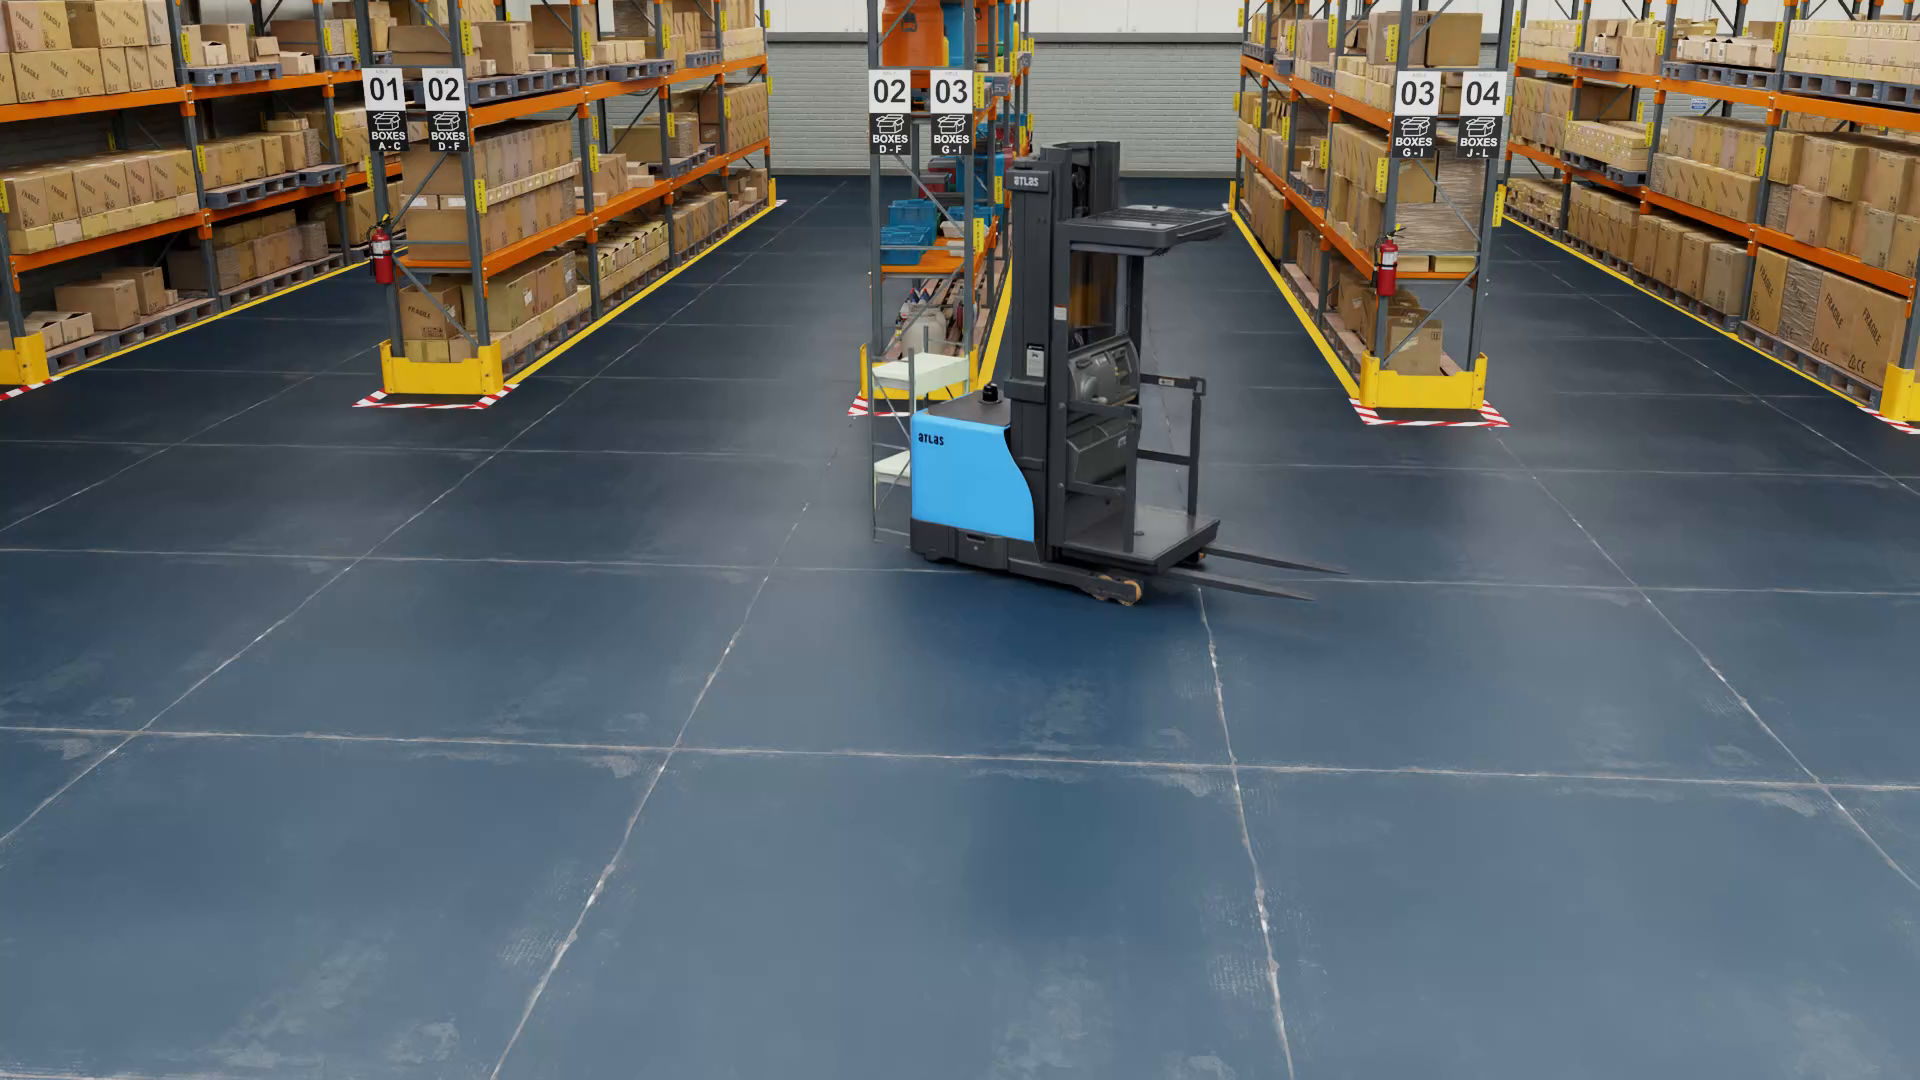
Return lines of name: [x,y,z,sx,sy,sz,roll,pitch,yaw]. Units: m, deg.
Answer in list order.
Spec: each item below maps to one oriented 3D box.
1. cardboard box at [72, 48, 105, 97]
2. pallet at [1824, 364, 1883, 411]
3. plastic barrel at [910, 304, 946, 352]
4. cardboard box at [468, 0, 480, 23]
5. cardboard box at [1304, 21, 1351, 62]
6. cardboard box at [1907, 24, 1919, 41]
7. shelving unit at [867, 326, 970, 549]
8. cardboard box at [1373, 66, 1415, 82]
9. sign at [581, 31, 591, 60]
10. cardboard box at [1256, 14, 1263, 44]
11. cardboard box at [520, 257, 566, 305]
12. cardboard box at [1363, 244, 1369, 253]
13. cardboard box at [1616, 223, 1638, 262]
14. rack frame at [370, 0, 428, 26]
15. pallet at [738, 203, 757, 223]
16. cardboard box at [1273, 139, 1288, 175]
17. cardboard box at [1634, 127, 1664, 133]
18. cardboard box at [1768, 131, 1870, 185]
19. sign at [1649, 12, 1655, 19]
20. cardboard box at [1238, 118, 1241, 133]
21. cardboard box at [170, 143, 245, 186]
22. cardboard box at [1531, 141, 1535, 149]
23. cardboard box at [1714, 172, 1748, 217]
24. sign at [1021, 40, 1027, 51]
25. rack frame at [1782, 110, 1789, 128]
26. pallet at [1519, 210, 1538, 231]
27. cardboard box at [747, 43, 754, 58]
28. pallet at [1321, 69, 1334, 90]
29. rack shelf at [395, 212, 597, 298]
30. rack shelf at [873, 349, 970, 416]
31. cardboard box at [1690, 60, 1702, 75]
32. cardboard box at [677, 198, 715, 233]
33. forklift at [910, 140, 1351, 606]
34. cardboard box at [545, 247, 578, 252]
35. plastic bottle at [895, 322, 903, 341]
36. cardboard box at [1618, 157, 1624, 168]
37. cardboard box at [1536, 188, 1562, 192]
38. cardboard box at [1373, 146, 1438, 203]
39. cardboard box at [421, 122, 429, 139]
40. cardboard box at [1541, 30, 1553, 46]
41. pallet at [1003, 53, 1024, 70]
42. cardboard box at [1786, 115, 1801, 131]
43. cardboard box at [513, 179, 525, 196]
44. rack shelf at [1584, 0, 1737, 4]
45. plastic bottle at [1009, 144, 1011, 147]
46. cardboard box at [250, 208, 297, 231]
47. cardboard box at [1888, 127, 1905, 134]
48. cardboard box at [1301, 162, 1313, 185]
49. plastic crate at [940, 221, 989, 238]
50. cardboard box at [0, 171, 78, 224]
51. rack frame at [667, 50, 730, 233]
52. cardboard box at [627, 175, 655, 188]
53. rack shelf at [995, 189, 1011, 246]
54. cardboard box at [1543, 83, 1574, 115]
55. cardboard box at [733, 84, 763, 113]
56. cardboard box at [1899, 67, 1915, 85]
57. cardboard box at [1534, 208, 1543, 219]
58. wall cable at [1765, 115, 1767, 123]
cardboard box: [-9.852,-5.160,18.342,0.500,0.500,0.500,2,18,7]
pallet: [9.491,-1.536,16.771,1.003,0.211,1.213,1,18,4]
plastic barrel: [-0.361,-2.243,17.771,0.421,0.512,0.421,0,18,0]
cardboard box: [-8.959,-9.461,29.863,0.500,0.500,0.500,0,18,1]
cardboard box: [4.786,-6.494,21.644,0.500,0.500,0.500,1,18,2]
cardboard box: [9.235,-4.812,15.763,0.380,0.149,0.250,2,18,5]
shelving unit: [-0.300,-0.772,12.371,0.431,1.500,0.755,11,21,31]
cardboard box: [4.321,-4.634,16.531,0.380,0.149,0.250,1,18,4]
sign: [-4.468,-5.914,19.881,0.100,0.325,0.005,1,18,4]
cardboard box: [5.586,-8.946,29.094,0.700,0.500,0.500,0,18,0]
cardboard box: [-4.917,-3.008,19.322,0.500,0.500,0.500,1,18,4]
cardboard box: [4.460,-3.115,17.517,0.380,0.149,0.250,1,18,4]
cardboard box: [9.872,-4.317,24.122,0.500,0.500,0.500,1,18,4]
rack frame: [-9.389,-9.663,27.460,1.000,3.000,0.127,1,18,4]
pallet: [-4.313,-5.970,30.305,1.003,0.211,1.213,1,18,4]
cardboard box: [5.009,-5.760,25.024,0.500,0.500,0.500,1,18,2]
cardboard box: [10.444,-6.167,25.200,0.380,0.149,0.250,0,18,1]
cardboard box: [9.738,-4.324,18.826,0.875,0.550,0.550,1,18,4]
sign: [10.926,-8.185,26.305,0.100,0.325,0.005,1,18,4]
cardboard box: [5.415,-7.649,30.713,0.500,0.250,0.500,1,18,2]
cardboard box: [-9.845,-4.914,21.736,0.700,0.500,0.500,3,18,10]
cardboard box: [10.288,-6.962,29.256,0.380,0.149,0.250,1,18,3]
cardboard box: [9.606,-4.226,20.341,0.500,0.500,0.500,1,18,3]
sign: [1.041,-8.007,27.211,0.100,0.325,0.005,1,18,4]
rack frame: [15.604,-7.501,30.498,1.000,3.000,0.127,1,18,4]
pallet: [10.470,-5.602,29.181,1.003,0.211,1.213,1,18,4]
cardboard box: [-4.005,-8.823,29.955,0.500,0.250,0.500,1,18,4]
pallet: [5.009,-5.521,19.939,1.213,0.211,1.003,1,18,4]
rack shelf: [-5.165,-3.255,18.694,1.077,0.370,4.000,1,18,4]
rack shelf: [-0.300,-1.143,12.250,0.431,0.370,0.720,11,21,31]
cardboard box: [10.392,-6.740,23.197,0.500,0.500,0.500,1,18,4]
cardboard box: [-4.278,-5.255,26.950,0.500,0.500,0.500,2,18,5]
forklift: [1.156,-1.144,11.206,3.031,2.935,1.130,11,21,31]
cardboard box: [-5.248,-3.671,21.650,0.500,0.311,0.500,2,18,5]
plastic bottle: [-0.674,-2.323,18.483,0.097,0.201,0.097,0,18,0]
cardboard box: [9.682,-5.416,23.864,0.380,0.149,0.250,1,18,4]
cardboard box: [10.285,-6.063,29.058,0.380,0.149,0.250,1,18,4]
cardboard box: [4.365,-3.593,16.328,0.500,0.500,0.500,1,18,4]
cardboard box: [-9.171,-6.861,27.874,0.500,0.500,0.500,1,18,3]
cardboard box: [10.249,-8.565,28.367,0.500,0.250,0.500,1,18,2]
pallet: [0.455,-7.328,25.457,1.003,0.211,1.213,1,18,4]
cardboard box: [15.283,-7.406,30.047,0.500,0.500,0.500,1,18,3]
cardboard box: [-4.975,-3.848,18.147,0.380,0.149,0.250,1,18,3]
rack shelf: [10.229,-8.036,24.292,1.077,0.370,4.000,1,18,4]
plastic bottle: [0.753,-6.274,26.833,0.144,0.351,0.185,1,18,4]
cardboard box: [-9.779,-4.547,23.585,0.500,0.250,0.500,2,18,5]
cardboard box: [14.999,-6.651,26.138,0.500,0.500,0.500,1,18,5]
cardboard box: [4.796,-4.851,21.975,0.500,0.250,0.500,1,18,2]
plastic crate: [0.055,-3.471,18.621,0.530,0.136,0.437,1,18,4]
cardboard box: [-9.870,-3.674,17.823,0.500,0.500,0.500,1,18,4]
rack frame: [-4.448,-6.702,28.060,1.000,3.000,0.127,1,18,4]
cardboard box: [-4.524,-5.055,23.436,0.380,0.149,0.250,1,18,4]
rack shelf: [0.062,-4.385,22.144,1.077,0.370,4.000,1,18,4]
cardboard box: [10.219,-7.473,28.169,0.500,0.500,0.500,2,18,5]
cardboard box: [-3.955,-8.166,30.761,0.500,0.500,0.500,2,18,5]
cardboard box: [9.234,-4.433,15.885,0.380,0.149,0.250,2,18,5]
cardboard box: [10.135,-5.634,28.702,0.380,0.149,0.250,1,18,4]
wall cable: [17.400,-9.708,35.600,0.588,1.984,0.122,1,18,4]
